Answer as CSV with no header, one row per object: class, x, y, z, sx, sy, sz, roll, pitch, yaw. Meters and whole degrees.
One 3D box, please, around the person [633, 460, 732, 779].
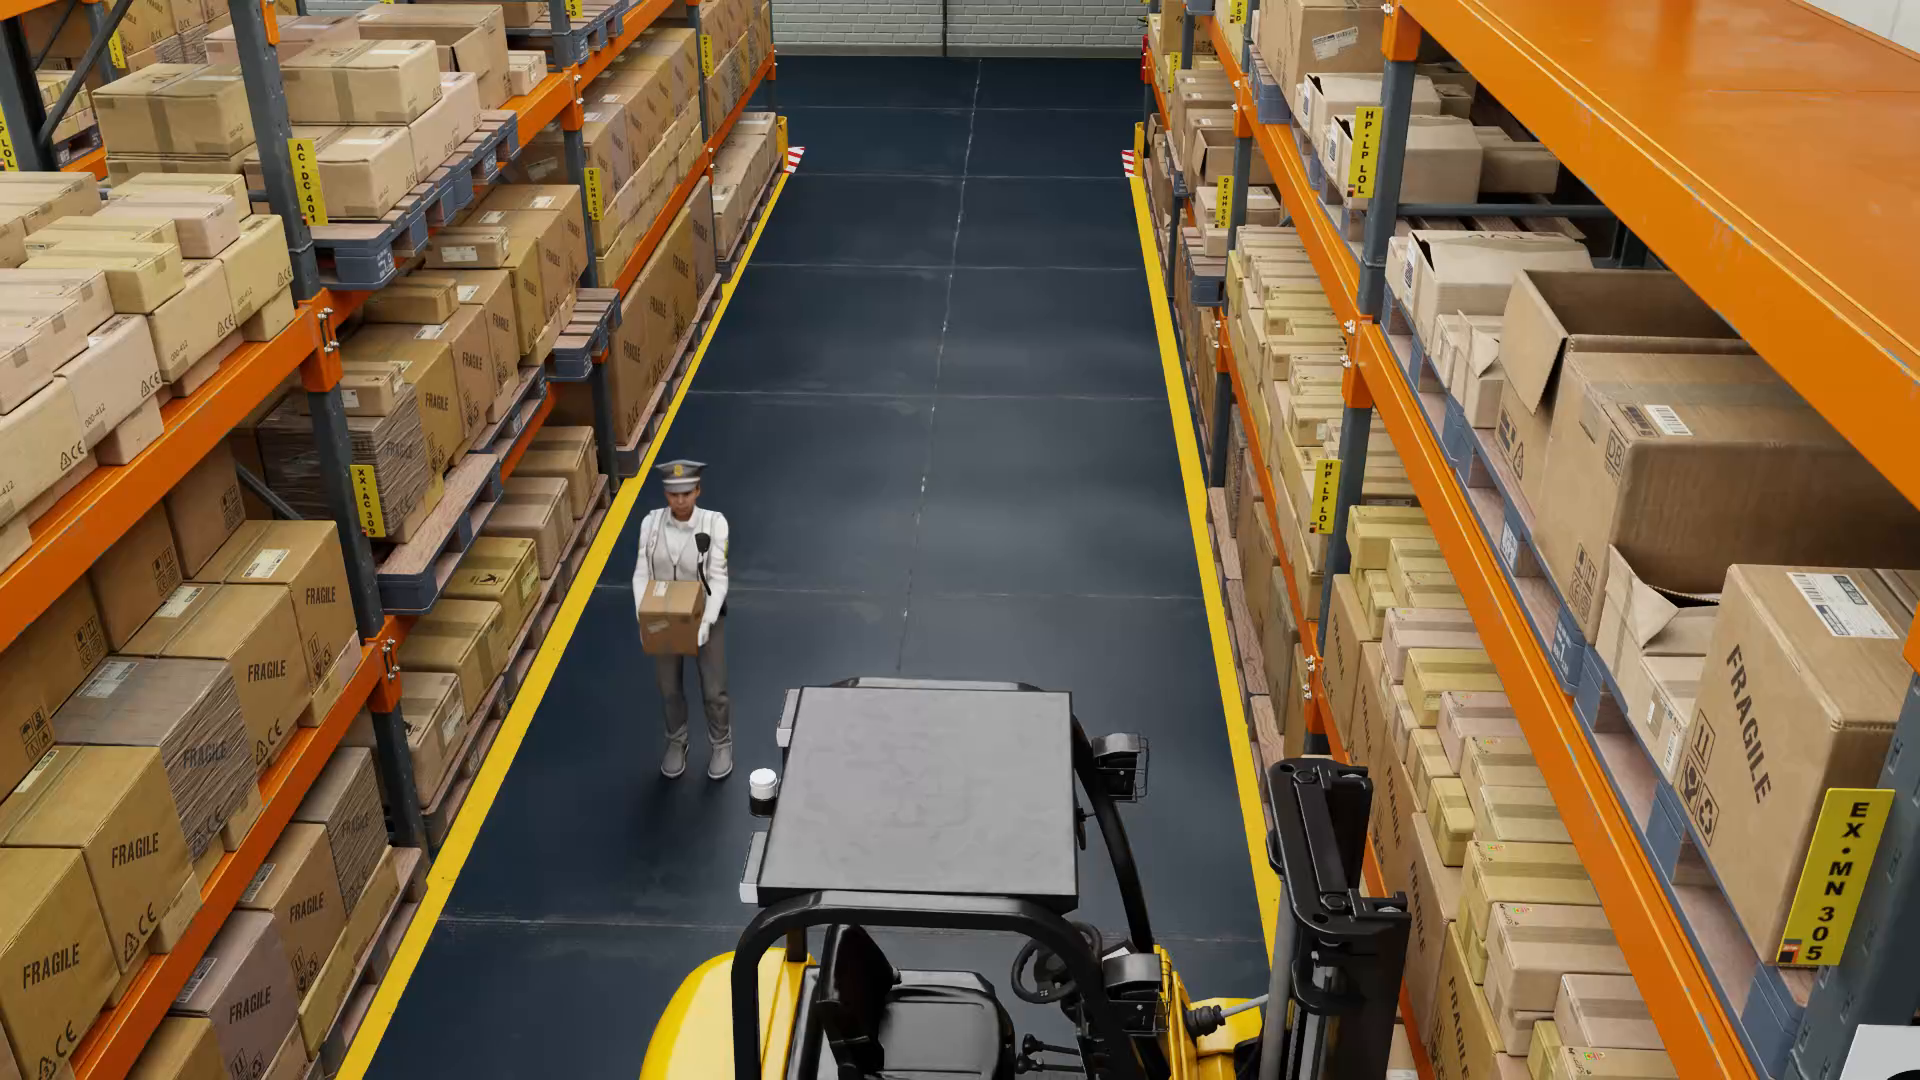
person,-1.336,0.414,8.047,0.459,1.686,0.551,2,28,3
